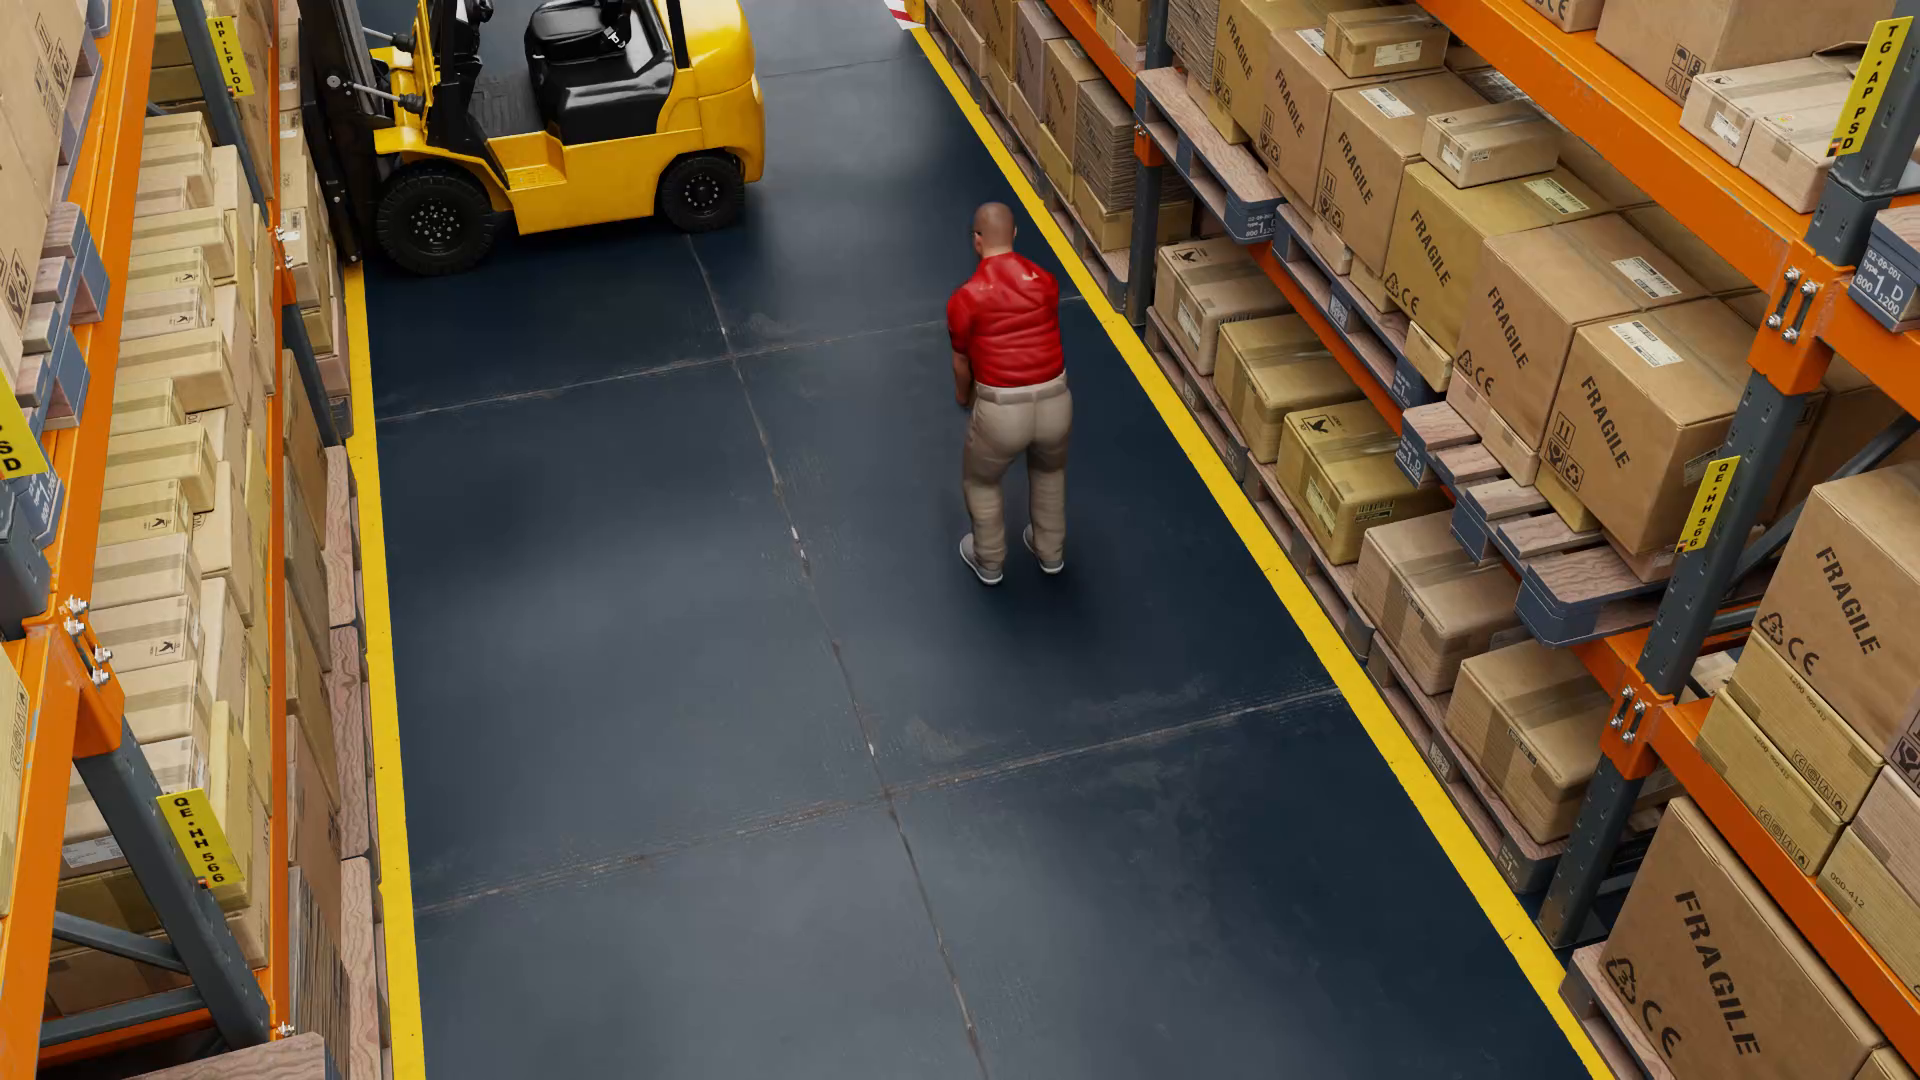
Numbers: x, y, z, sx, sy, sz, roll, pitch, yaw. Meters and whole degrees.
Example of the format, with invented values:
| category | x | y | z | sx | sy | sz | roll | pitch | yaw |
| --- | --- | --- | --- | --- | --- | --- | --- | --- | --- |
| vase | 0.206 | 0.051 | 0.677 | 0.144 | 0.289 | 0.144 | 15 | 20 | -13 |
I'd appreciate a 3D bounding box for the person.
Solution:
| category | x | y | z | sx | sy | sz | roll | pitch | yaw |
| --- | --- | --- | --- | --- | --- | --- | --- | --- | --- |
| person | 0.199 | -0.574 | 6.872 | 0.480 | 1.655 | 0.606 | -13 | 43 | -14 |
